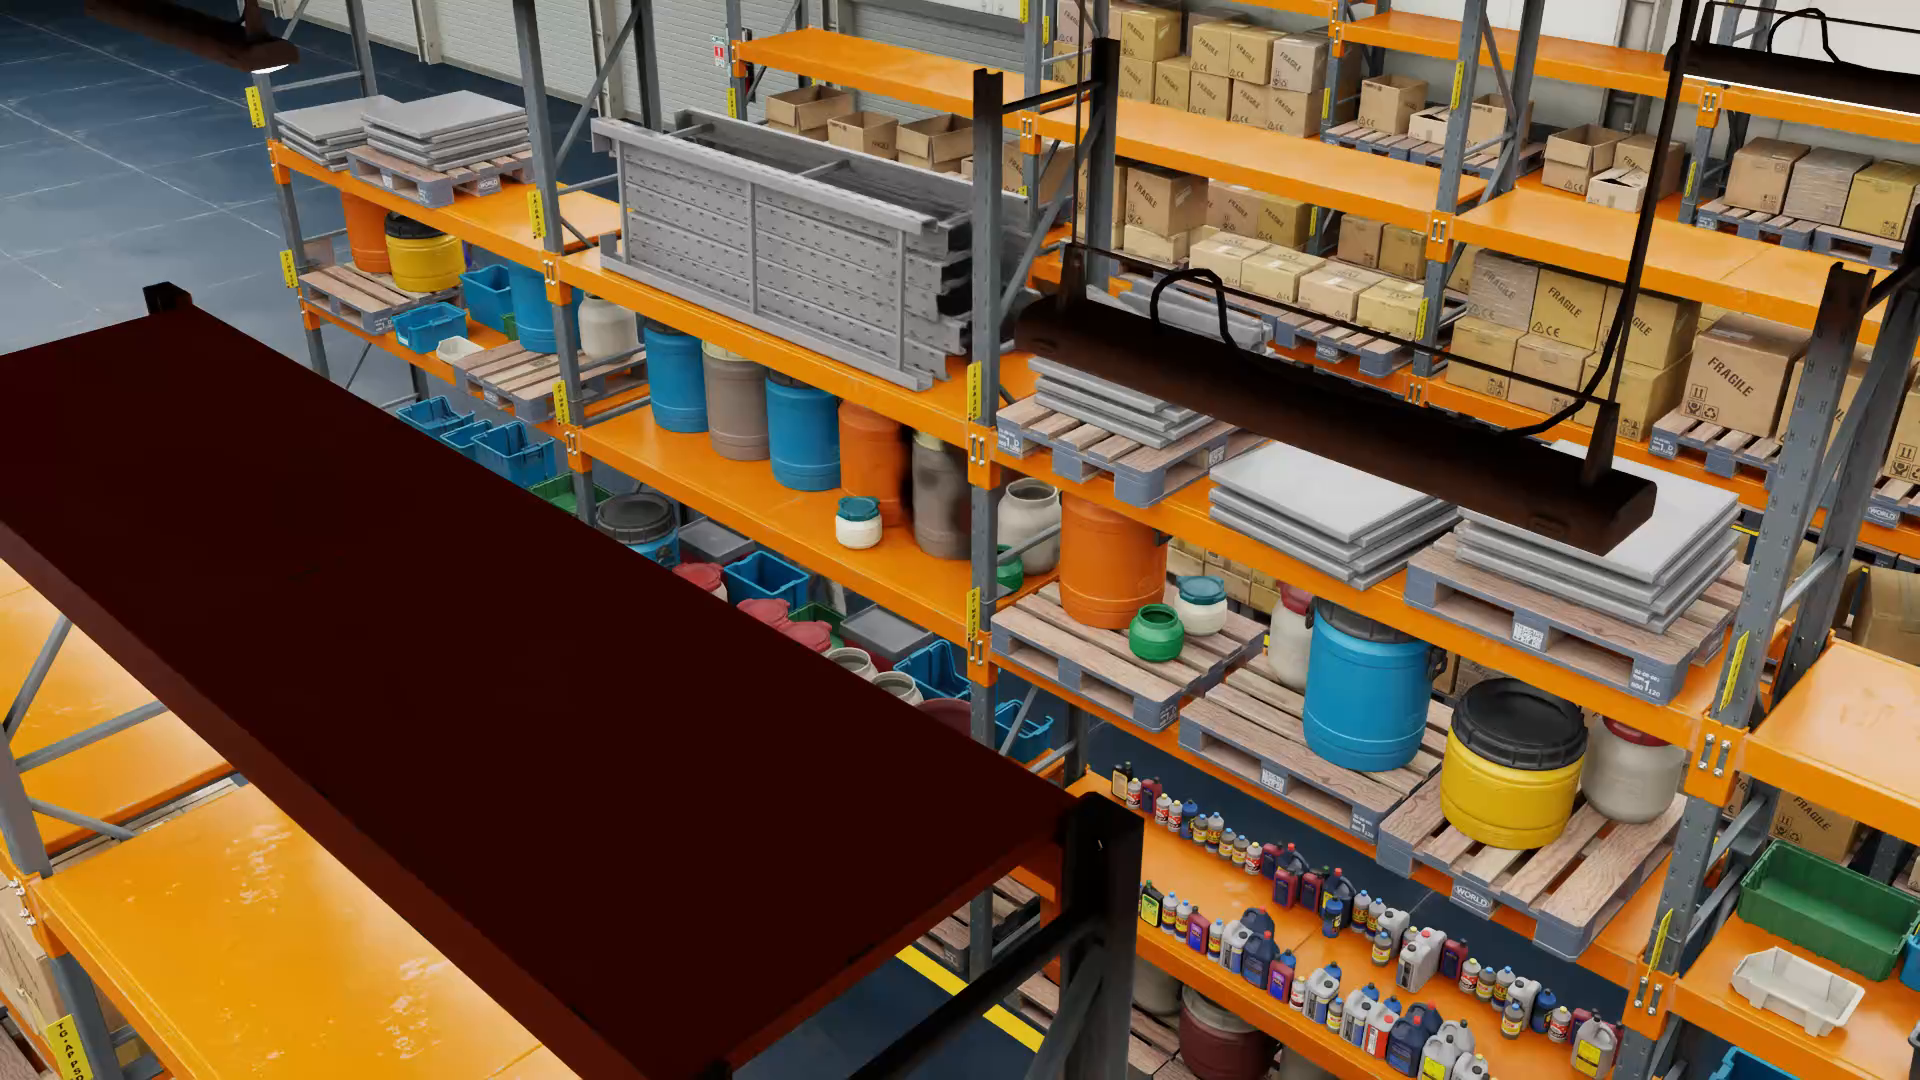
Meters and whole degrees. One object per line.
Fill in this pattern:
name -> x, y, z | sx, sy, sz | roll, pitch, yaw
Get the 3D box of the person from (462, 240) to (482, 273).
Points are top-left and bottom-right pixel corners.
person -> -5.860, -3.144, 20.278 | 0.957, 1.616, 0.616 | -6, 30, -11

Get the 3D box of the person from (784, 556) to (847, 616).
person -> -1.197, 0.191, 14.231 | 0.620, 1.664, 0.761 | -6, 30, -11
